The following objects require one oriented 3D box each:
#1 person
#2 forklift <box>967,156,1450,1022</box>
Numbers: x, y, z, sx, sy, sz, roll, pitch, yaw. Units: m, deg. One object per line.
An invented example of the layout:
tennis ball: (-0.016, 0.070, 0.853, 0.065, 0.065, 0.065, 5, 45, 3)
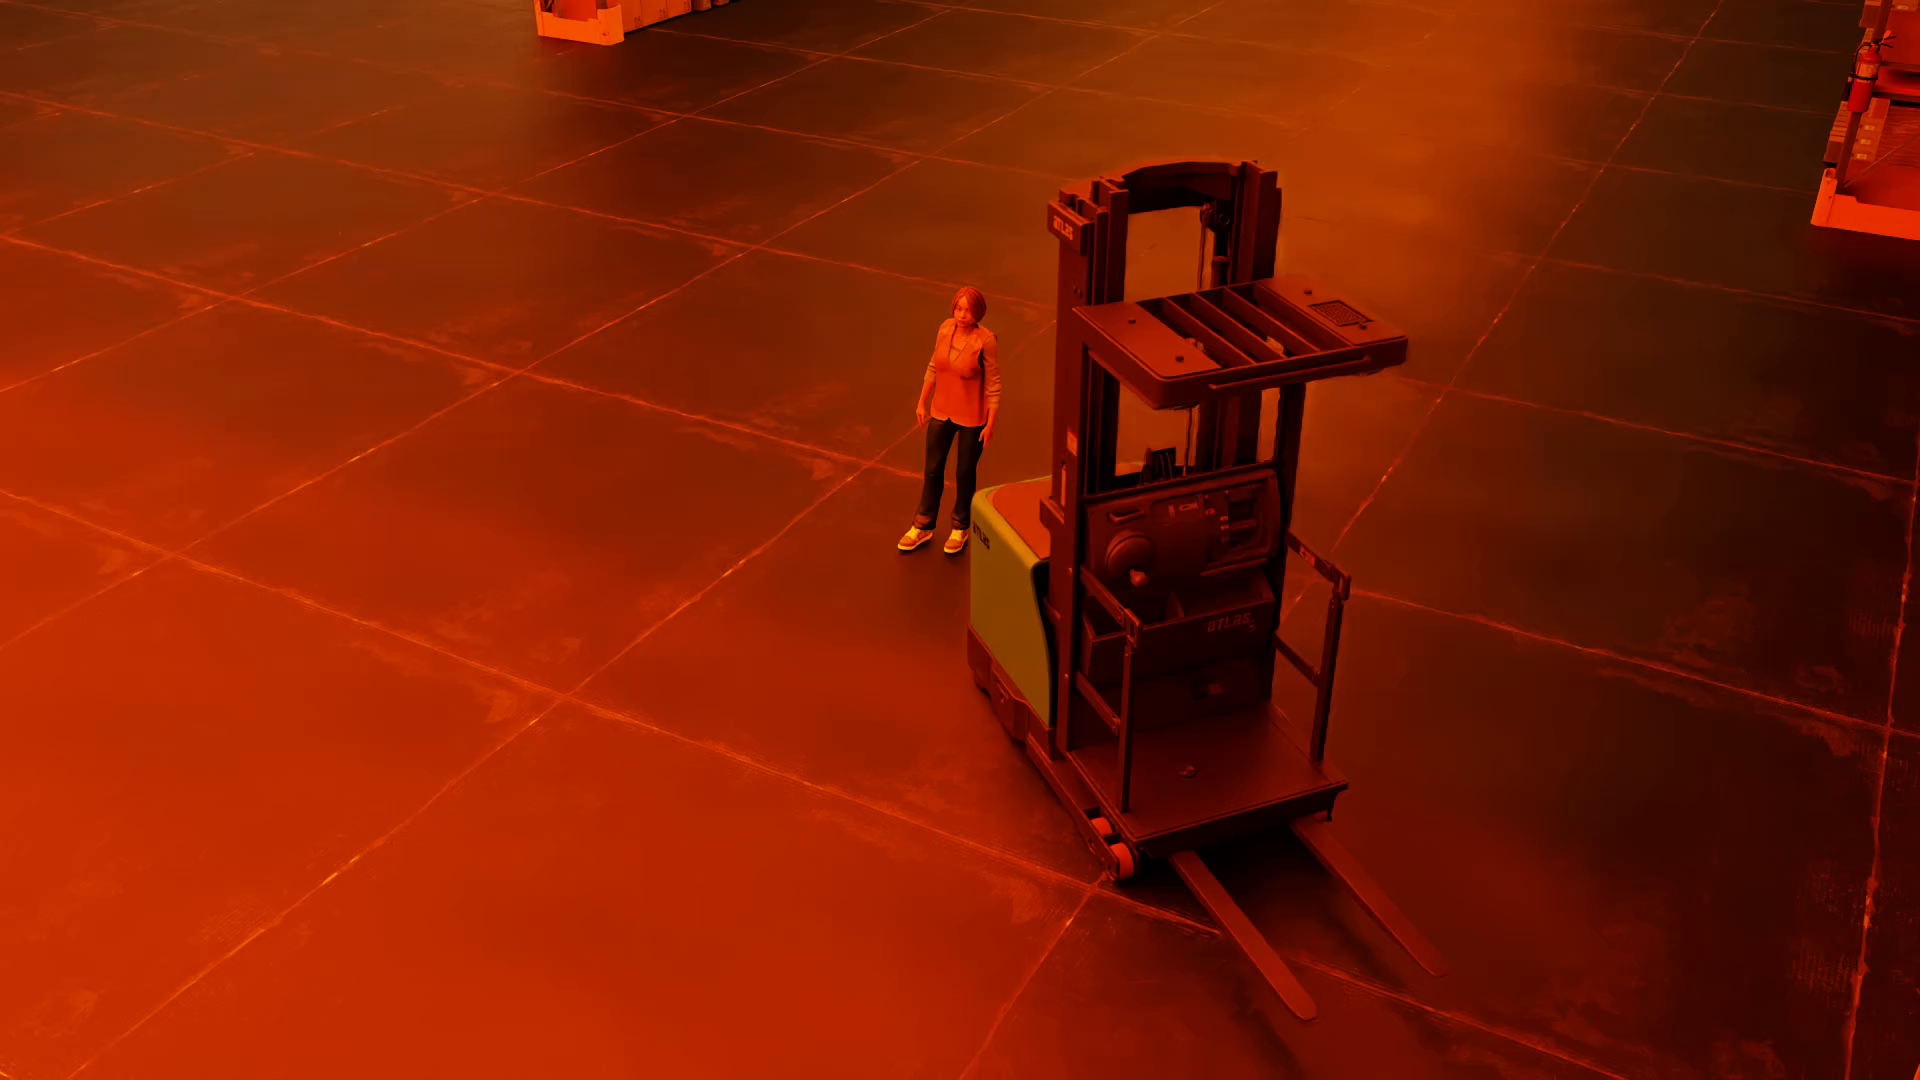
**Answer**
person: (-0.048, -0.668, 9.549, 0.521, 1.599, 0.473, 15, 33, 25)
forklift: (1.062, 0.002, 7.067, 1.130, 2.935, 3.031, -11, 32, -19)
